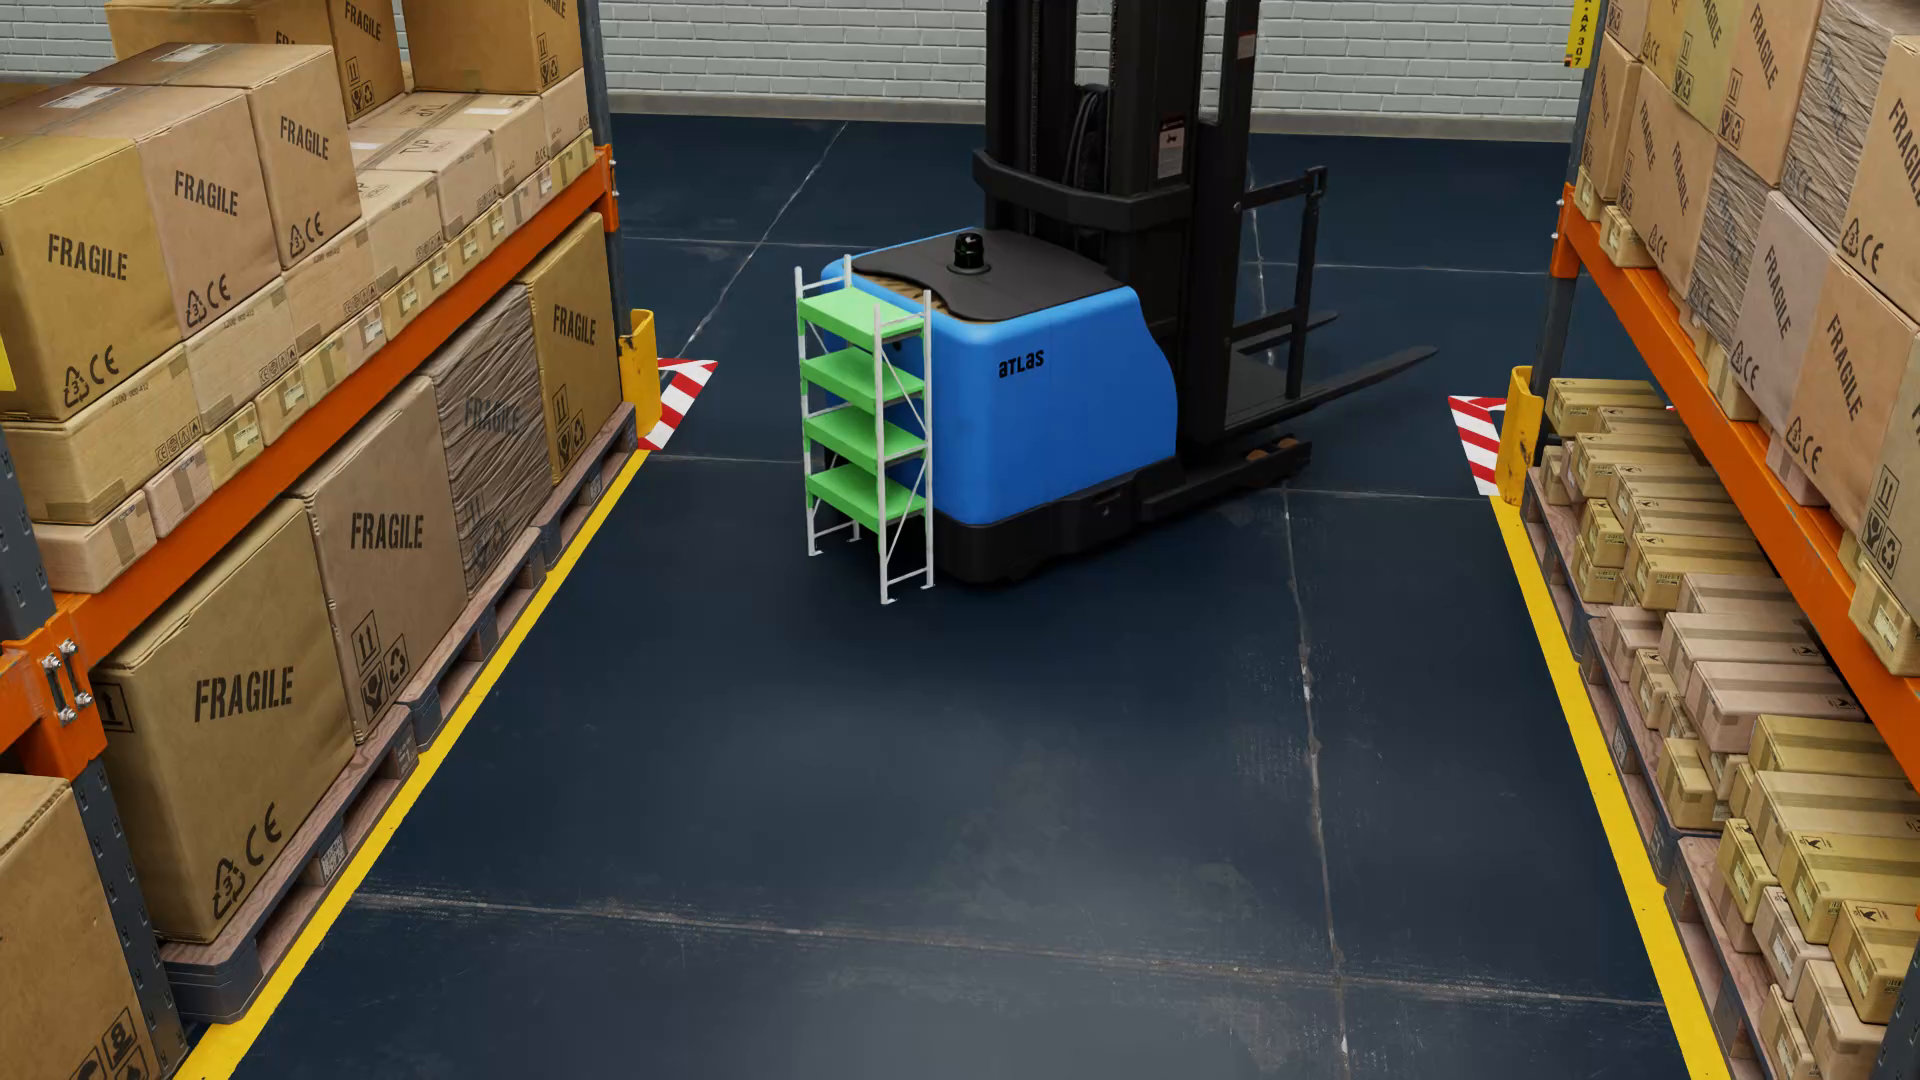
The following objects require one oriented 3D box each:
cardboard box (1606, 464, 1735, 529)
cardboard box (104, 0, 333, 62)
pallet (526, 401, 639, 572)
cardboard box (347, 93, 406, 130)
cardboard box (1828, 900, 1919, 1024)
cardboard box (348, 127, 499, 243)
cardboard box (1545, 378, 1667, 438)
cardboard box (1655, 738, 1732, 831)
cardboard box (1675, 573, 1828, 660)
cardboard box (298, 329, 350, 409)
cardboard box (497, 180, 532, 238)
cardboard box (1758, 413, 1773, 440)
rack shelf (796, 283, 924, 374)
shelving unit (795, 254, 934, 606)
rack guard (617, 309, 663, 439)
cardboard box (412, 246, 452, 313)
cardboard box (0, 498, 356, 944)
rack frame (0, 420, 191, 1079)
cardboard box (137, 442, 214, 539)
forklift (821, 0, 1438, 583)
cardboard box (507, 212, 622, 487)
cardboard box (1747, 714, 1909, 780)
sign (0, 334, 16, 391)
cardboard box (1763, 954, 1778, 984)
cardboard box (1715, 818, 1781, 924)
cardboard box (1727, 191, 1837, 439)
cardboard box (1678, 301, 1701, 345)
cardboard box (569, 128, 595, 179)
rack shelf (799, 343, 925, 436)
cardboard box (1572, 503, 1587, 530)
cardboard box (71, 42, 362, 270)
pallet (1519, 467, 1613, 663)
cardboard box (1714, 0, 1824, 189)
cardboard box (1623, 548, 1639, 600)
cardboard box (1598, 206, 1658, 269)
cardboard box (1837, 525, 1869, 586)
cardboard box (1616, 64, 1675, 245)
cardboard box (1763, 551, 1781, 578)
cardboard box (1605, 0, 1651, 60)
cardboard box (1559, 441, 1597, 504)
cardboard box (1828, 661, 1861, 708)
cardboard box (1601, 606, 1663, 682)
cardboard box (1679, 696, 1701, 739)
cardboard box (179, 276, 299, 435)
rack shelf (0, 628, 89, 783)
[{"bbox_3d":[2.487,-0.141,5.785,0.380,0.149,0.250,2,28,4],"label":"cardboard box"},{"bbox_3d":[-2.447,-1.587,5.587,0.500,0.500,0.500,3,28,5],"label":"cardboard box"},{"bbox_3d":[-2.022,-0.273,7.035,1.003,0.211,1.213,3,28,6],"label":"pallet"},{"bbox_3d":[-2.385,-1.491,6.200,0.500,0.250,0.500,3,28,6],"label":"cardboard box"},{"bbox_3d":[2.204,0.963,3.736,0.380,0.149,0.250,4,29,8],"label":"cardboard box"},{"bbox_3d":[-1.922,-1.225,5.705,0.500,0.250,0.500,2,28,4],"label":"cardboard box"},{"bbox_3d":[2.507,-0.511,6.471,0.380,0.149,0.250,2,28,4],"label":"cardboard box"},{"bbox_3d":[2.255,0.715,4.822,0.380,0.149,0.250,3,28,6],"label":"cardboard box"},{"bbox_3d":[2.430,0.234,5.089,0.380,0.149,0.250,3,29,6],"label":"cardboard box"},{"bbox_3d":[-2.000,-0.500,4.781,0.380,0.149,0.250,3,28,5],"label":"cardboard box"},{"bbox_3d":[-1.812,-1.226,6.128,0.380,0.149,0.250,4,29,7],"label":"cardboard box"},{"bbox_3d":[2.381,-0.317,4.440,0.380,0.149,0.250,3,28,5],"label":"cardboard box"},{"bbox_3d":[-0.353,-0.775,6.045,0.258,0.148,0.480,-21,35,-33],"label":"rack shelf"},{"bbox_3d":[-0.353,-0.408,6.243,0.258,1.200,0.503,-21,35,-33],"label":"shelving unit"},{"bbox_3d":[-1.998,-0.793,7.694,1.175,0.500,0.348,3,28,6],"label":"rack guard"},{"bbox_3d":[-1.906,-0.865,5.458,0.380,0.149,0.250,4,29,7],"label":"cardboard box"},{"bbox_3d":[-2.331,0.446,4.558,0.875,0.875,0.875,3,28,6],"label":"cardboard box"},{"bbox_3d":[-2.492,0.001,3.585,1.000,3.000,0.127,3,28,6],"label":"rack frame"},{"bbox_3d":[-2.093,-0.132,4.097,0.380,0.149,0.250,2,28,5],"label":"cardboard box"},{"bbox_3d":[0.907,-1.686,6.789,3.031,2.935,1.130,-21,35,-33],"label":"forklift"},{"bbox_3d":[-2.000,-0.825,6.917,0.875,0.875,0.875,3,28,6],"label":"cardboard box"},{"bbox_3d":[2.328,0.605,4.401,0.380,0.149,0.250,4,29,8],"label":"cardboard box"},{"bbox_3d":[-1.952,-0.447,3.280,0.100,0.325,0.005,3,28,6],"label":"sign"},{"bbox_3d":[2.243,1.085,4.136,0.380,0.149,0.250,4,29,8],"label":"cardboard box"},{"bbox_3d":[2.178,0.854,4.251,0.380,0.149,0.250,2,28,4],"label":"cardboard box"},{"bbox_3d":[2.325,-0.561,4.209,0.500,0.500,0.500,3,28,6],"label":"cardboard box"},{"bbox_3d":[2.456,-0.685,5.125,0.380,0.149,0.250,3,28,5],"label":"cardboard box"},{"bbox_3d":[-1.718,-1.584,6.793,0.380,0.149,0.250,4,29,7],"label":"cardboard box"},{"bbox_3d":[-0.353,-0.563,6.159,0.258,0.148,0.480,-21,35,-33],"label":"rack shelf"},{"bbox_3d":[2.576,-0.120,6.373,0.380,0.149,0.250,3,28,6],"label":"cardboard box"},{"bbox_3d":[-2.052,-1.081,4.648,0.500,0.500,0.500,2,28,5],"label":"cardboard box"},{"bbox_3d":[2.765,0.098,6.346,1.003,0.211,1.213,3,28,6],"label":"pallet"},{"bbox_3d":[2.390,-1.244,4.423,0.500,0.500,0.500,2,28,5],"label":"cardboard box"},{"bbox_3d":[2.481,0.116,5.622,0.380,0.149,0.250,2,28,4],"label":"cardboard box"},{"bbox_3d":[2.468,-1.056,5.813,0.380,0.149,0.250,3,28,5],"label":"cardboard box"},{"bbox_3d":[2.237,0.050,3.760,0.380,0.149,0.250,4,29,8],"label":"cardboard box"},{"bbox_3d":[2.539,-1.272,5.530,0.500,0.500,0.500,3,29,6],"label":"cardboard box"},{"bbox_3d":[2.930,0.024,5.793,0.380,0.149,0.250,3,28,6],"label":"cardboard box"},{"bbox_3d":[2.590,-1.965,5.762,0.500,0.500,0.500,3,28,6],"label":"cardboard box"},{"bbox_3d":[2.500,-0.249,6.300,0.380,0.149,0.250,3,28,6],"label":"cardboard box"},{"bbox_3d":[2.857,0.513,5.198,0.380,0.149,0.250,4,29,8],"label":"cardboard box"},{"bbox_3d":[2.359,0.349,5.502,0.380,0.149,0.250,2,28,4],"label":"cardboard box"},{"bbox_3d":[2.371,0.496,4.917,0.380,0.149,0.250,2,28,4],"label":"cardboard box"},{"bbox_3d":[-2.108,-0.504,4.367,0.500,0.250,0.500,3,28,6],"label":"cardboard box"},{"bbox_3d":[-2.737,1.259,2.009,1.077,0.370,4.000,3,28,6],"label":"rack shelf"}]
